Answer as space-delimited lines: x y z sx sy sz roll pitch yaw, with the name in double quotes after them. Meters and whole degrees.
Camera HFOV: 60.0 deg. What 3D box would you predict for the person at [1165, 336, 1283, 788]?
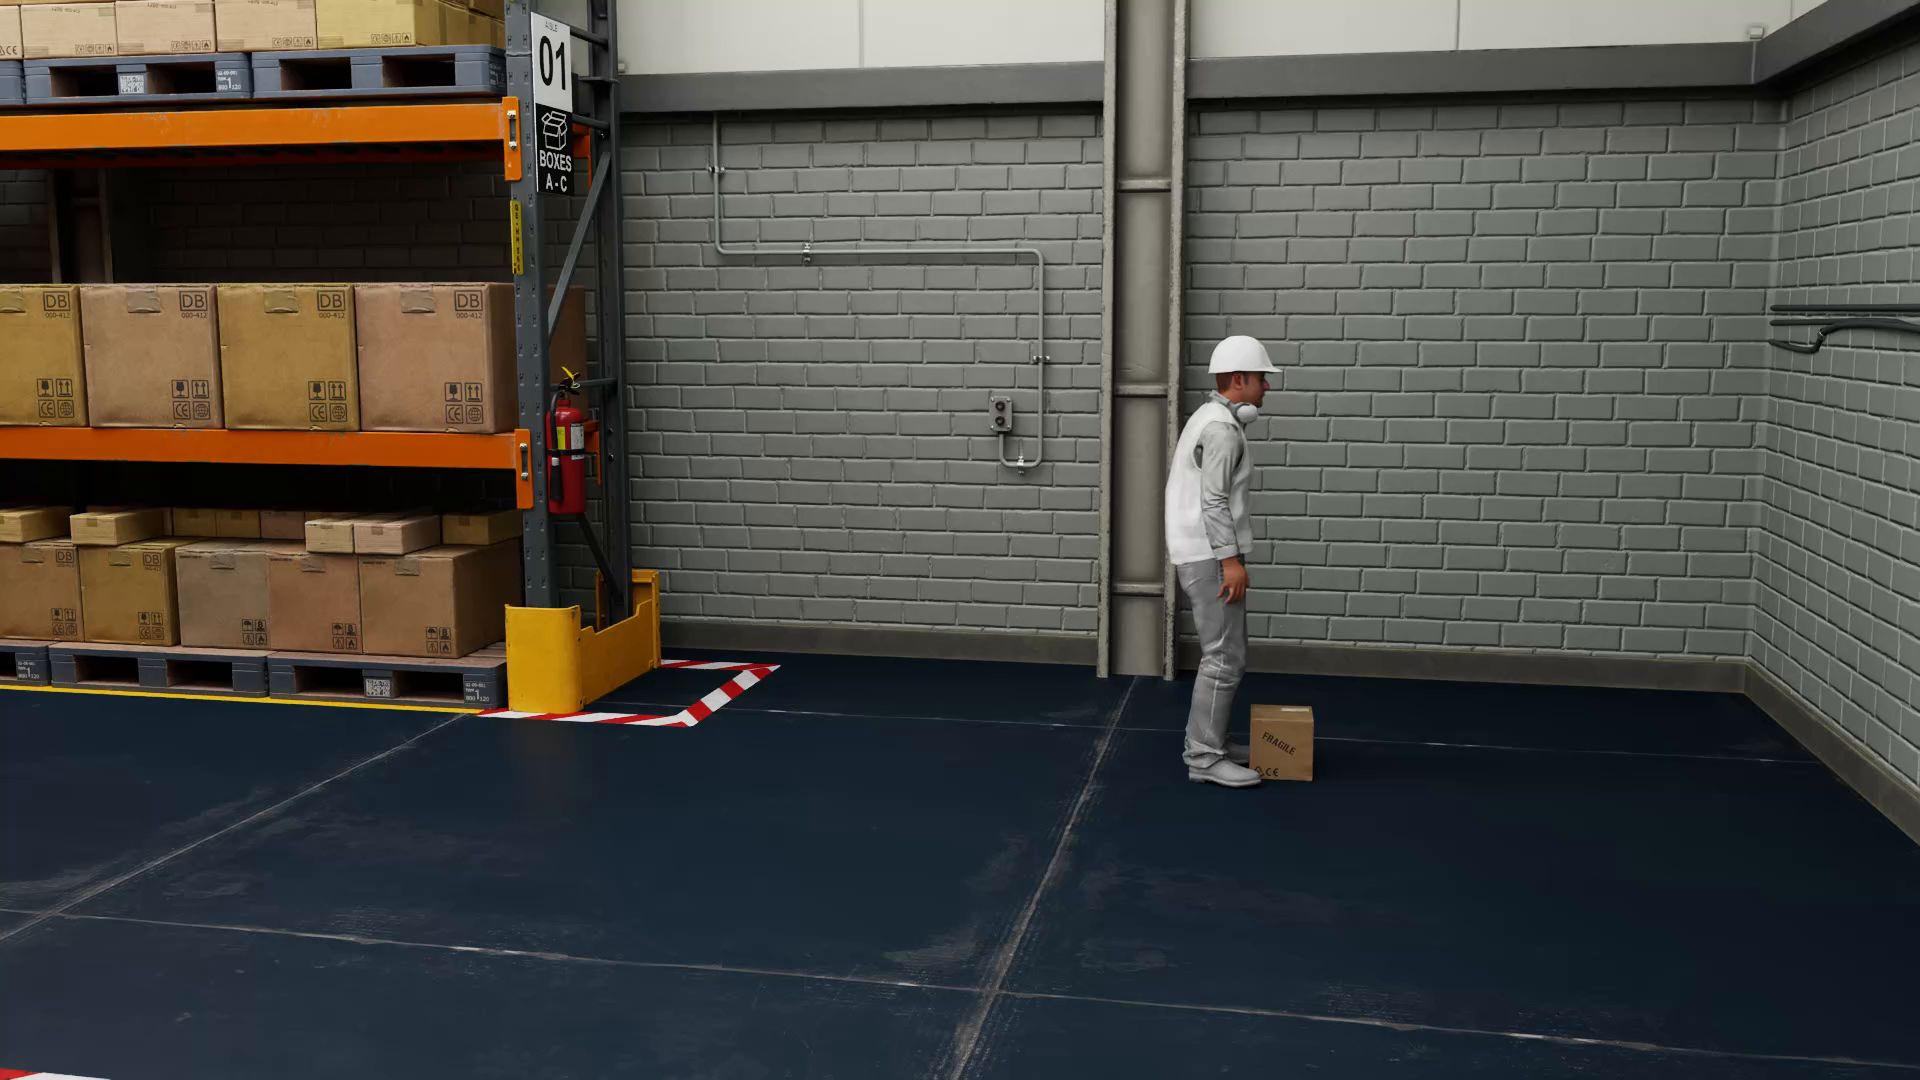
1.059 0.065 6.740 0.459 1.773 0.590 1 8 9 "person"
